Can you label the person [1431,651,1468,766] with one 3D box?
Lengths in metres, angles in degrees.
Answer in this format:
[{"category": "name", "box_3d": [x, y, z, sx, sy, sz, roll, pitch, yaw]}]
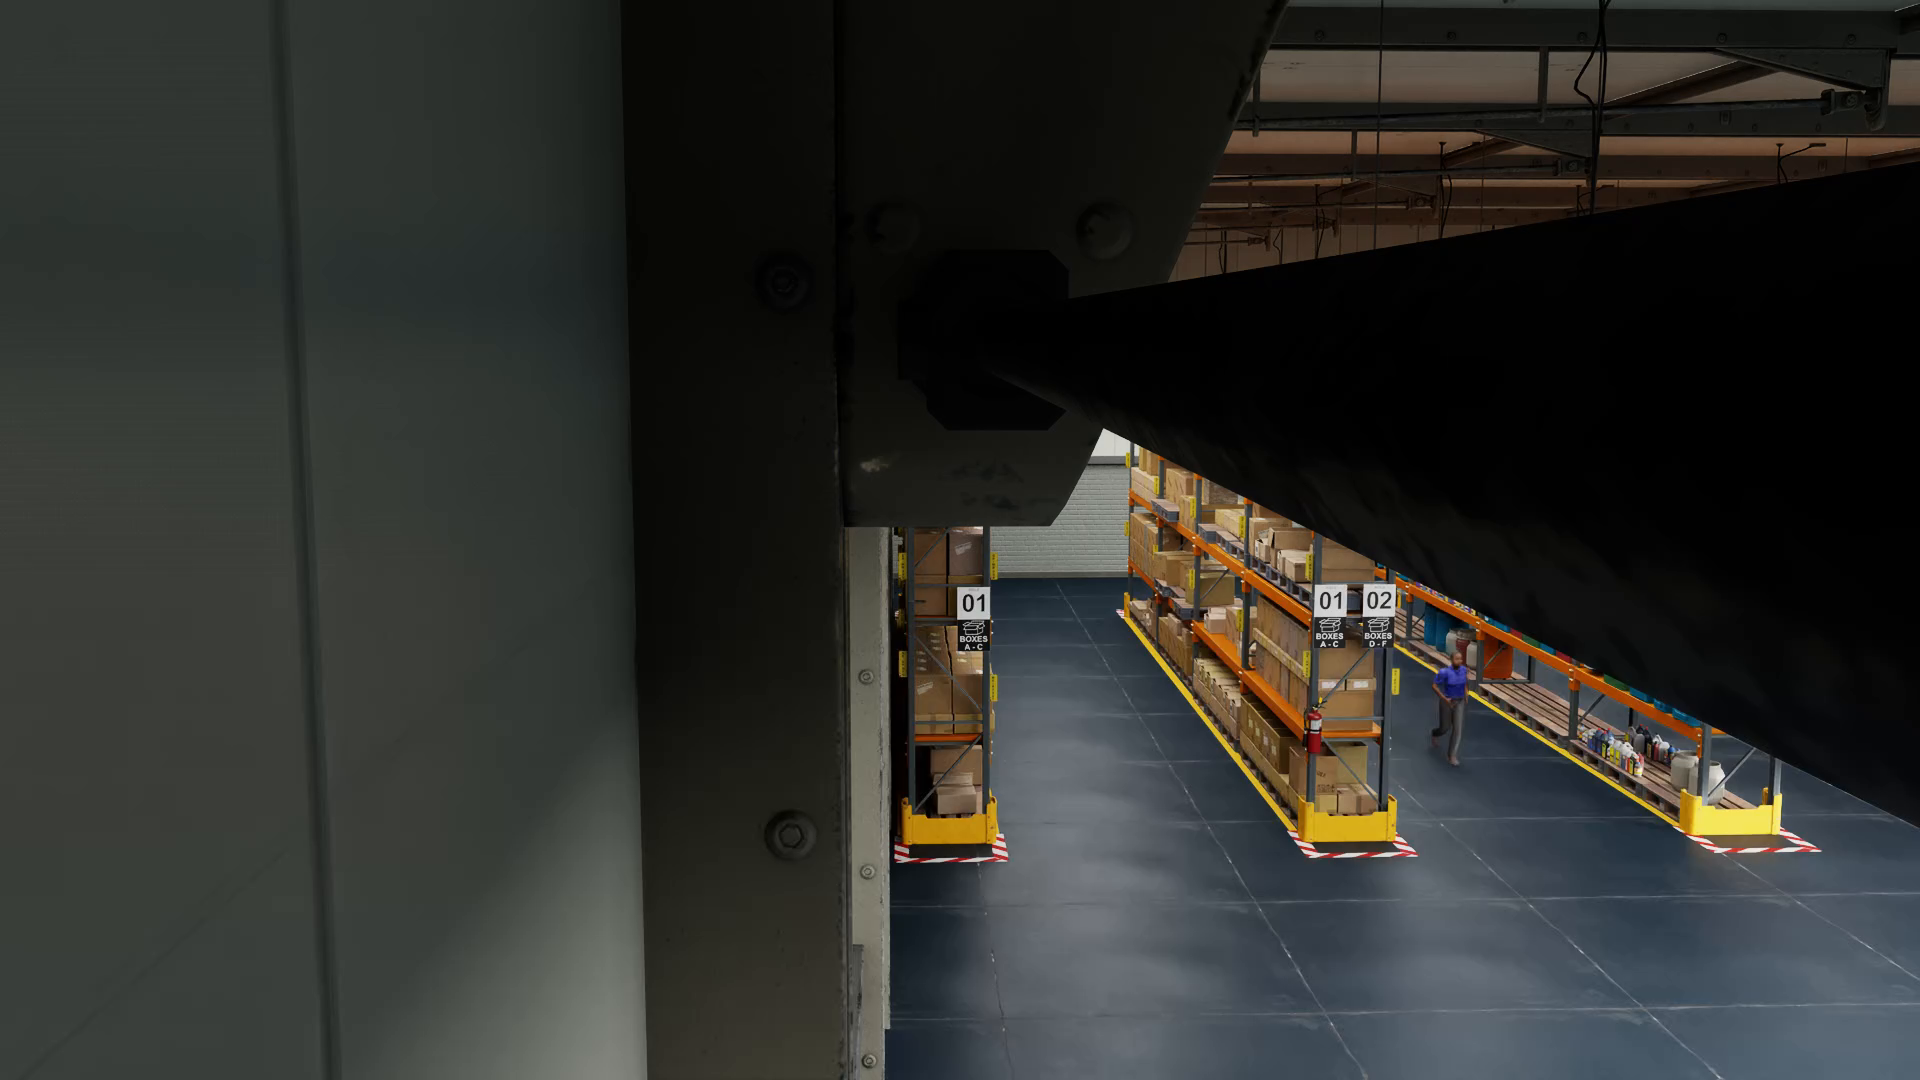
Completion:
[{"category": "person", "box_3d": [7.196, 2.420, 24.399, 0.599, 1.645, 0.845, -1, 7, -11]}]
